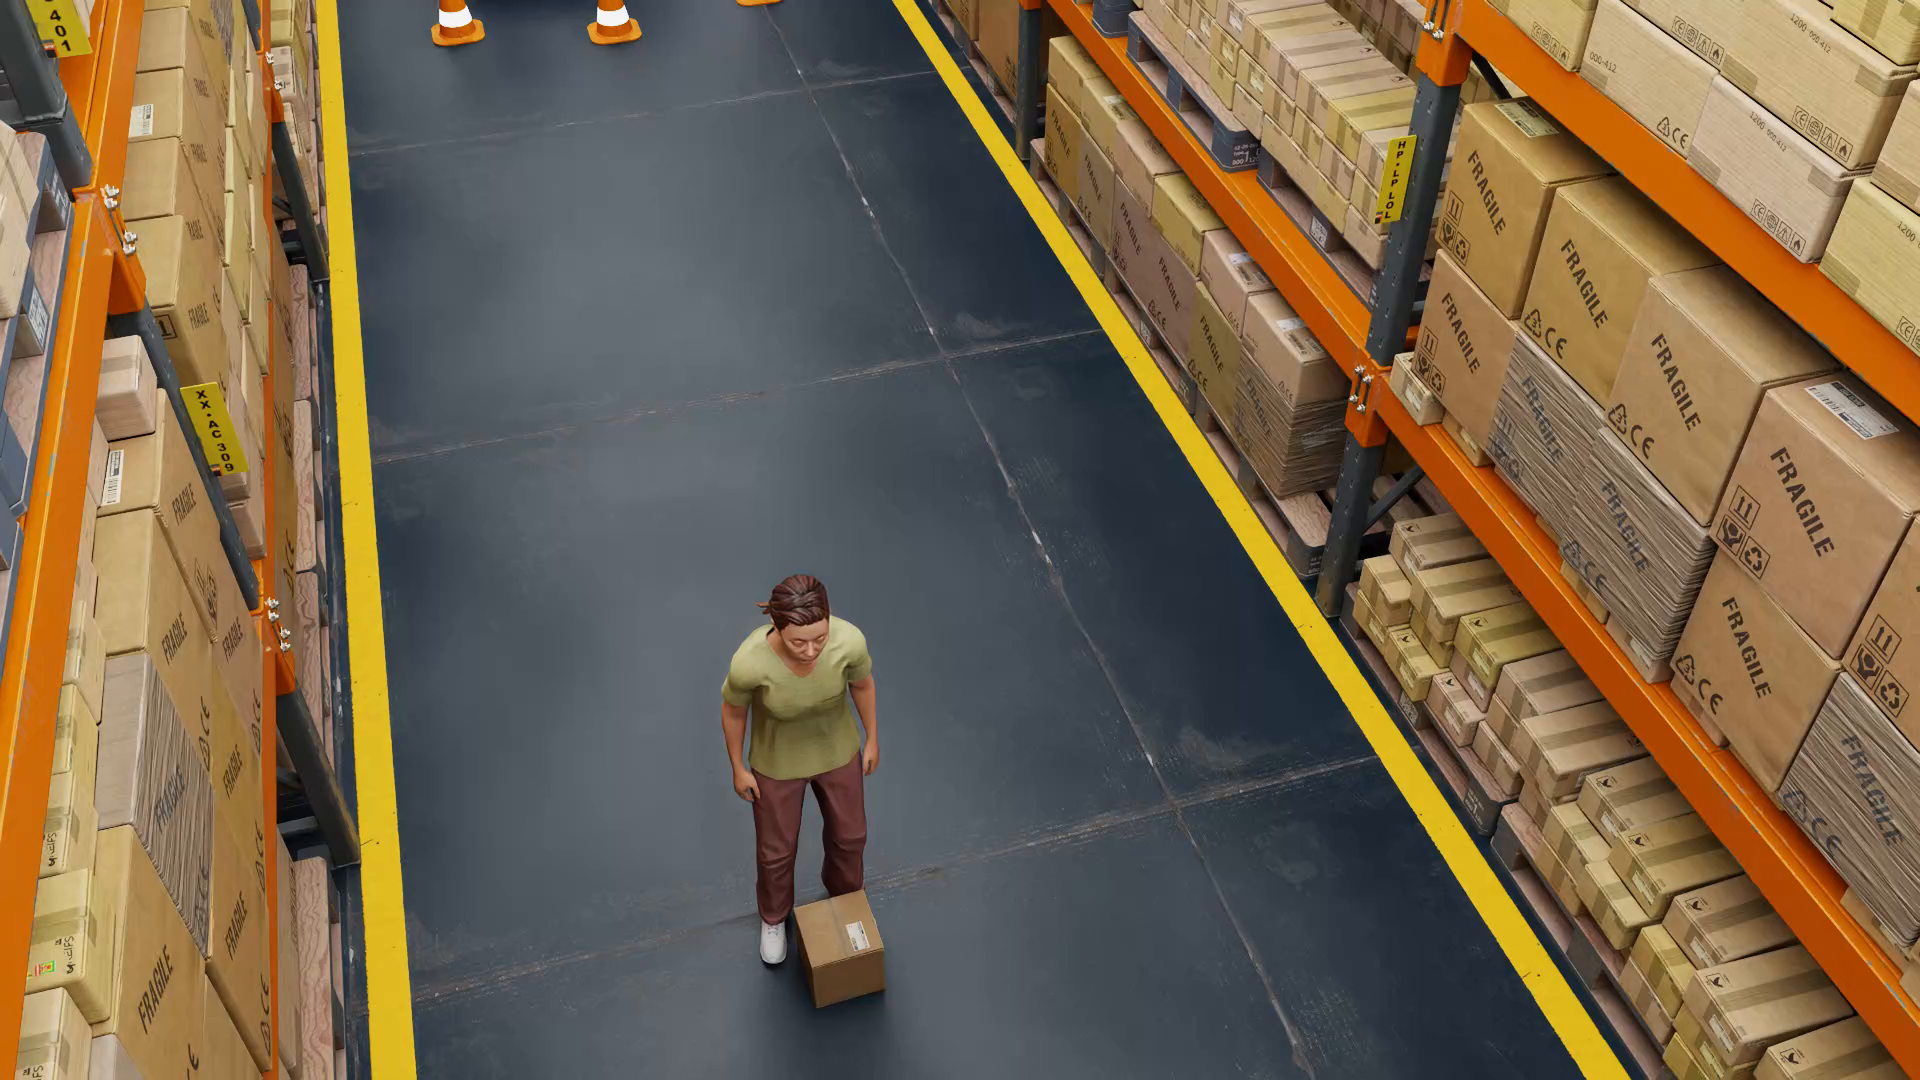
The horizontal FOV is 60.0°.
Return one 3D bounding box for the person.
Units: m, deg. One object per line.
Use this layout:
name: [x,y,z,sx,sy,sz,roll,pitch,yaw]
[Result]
person: [-0.493,0.715,5.377,0.499,1.673,0.354,-12,44,-13]
